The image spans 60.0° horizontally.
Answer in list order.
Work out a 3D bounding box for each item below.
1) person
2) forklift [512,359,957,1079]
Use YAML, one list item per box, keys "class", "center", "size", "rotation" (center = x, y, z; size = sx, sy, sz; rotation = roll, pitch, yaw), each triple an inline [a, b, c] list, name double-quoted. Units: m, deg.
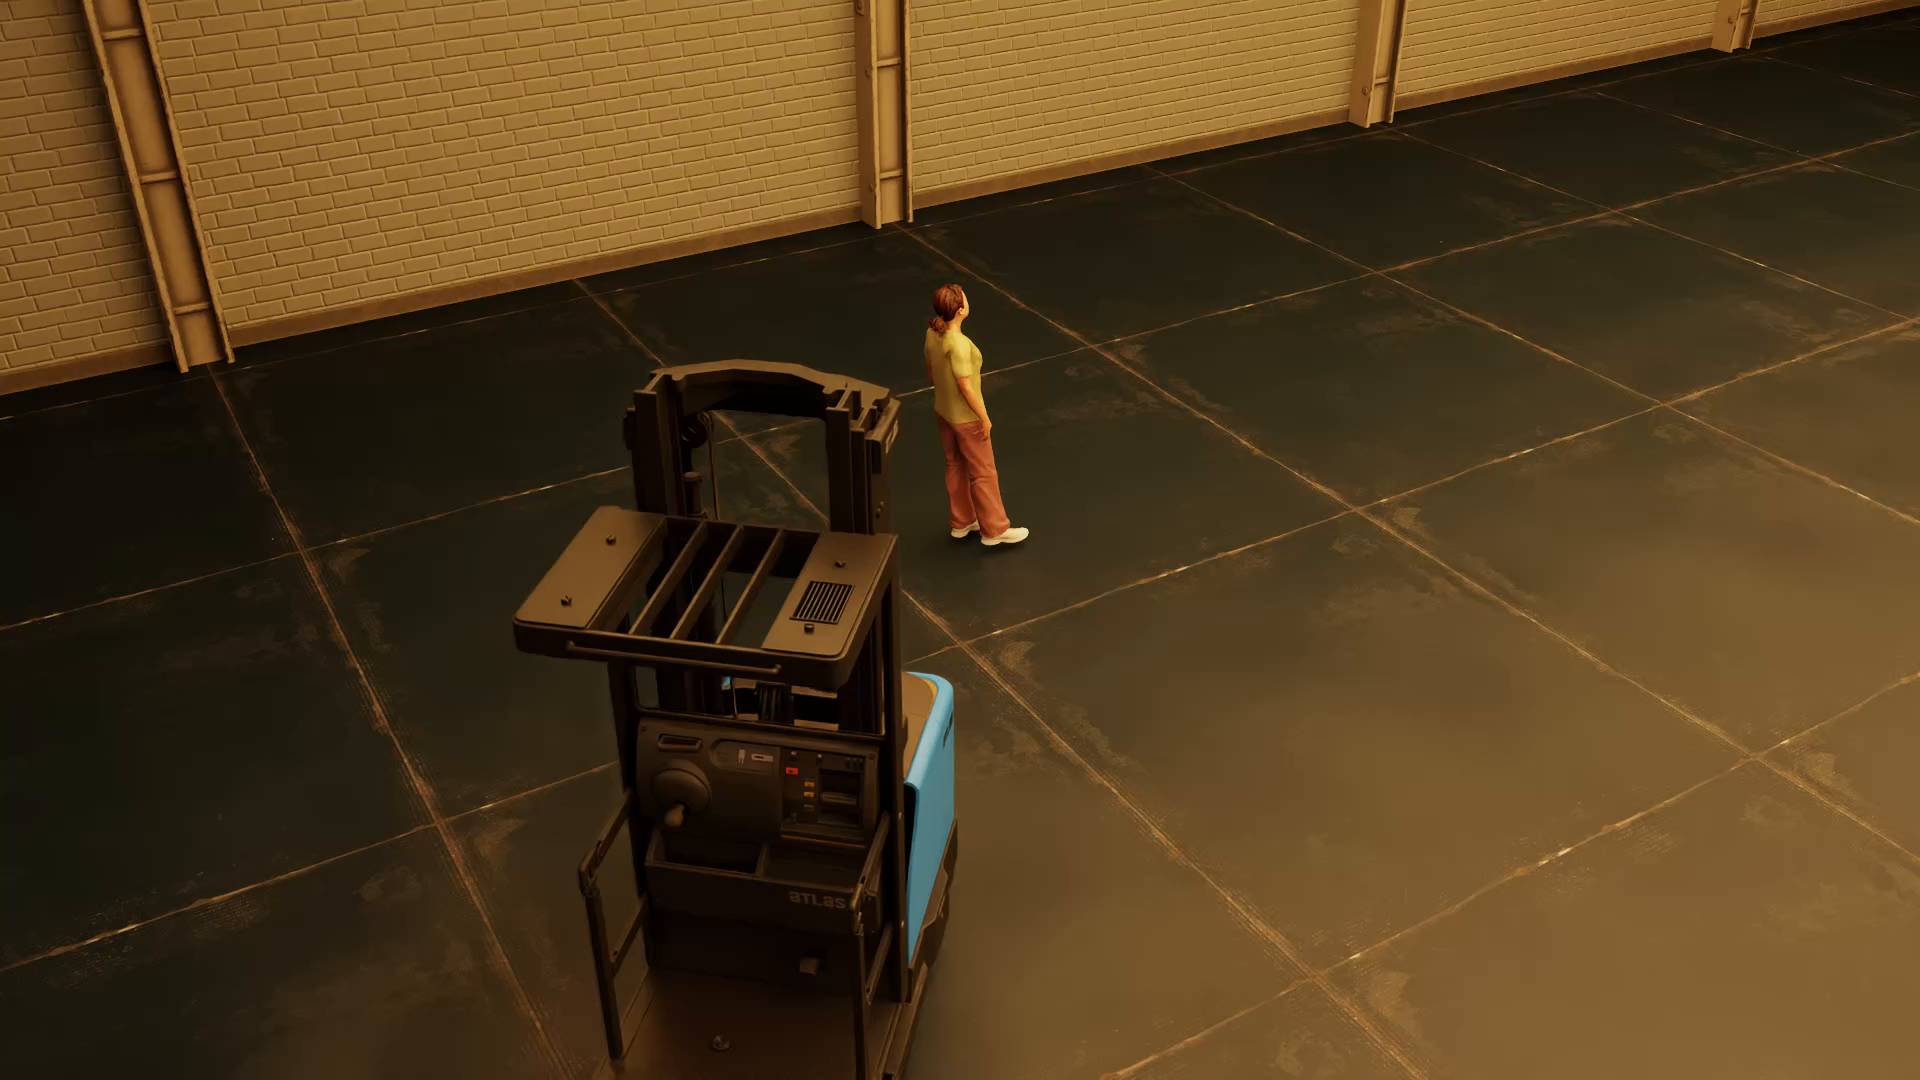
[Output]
- class: "person"
  center: [0.068, -0.774, 10.070]
  size: [0.548, 1.675, 0.554]
  rotation: [-17, 35, -26]
- class: "forklift"
  center: [-0.801, 0.963, 6.039]
  size: [1.130, 2.935, 3.031]
  rotation: [6, 31, 9]
